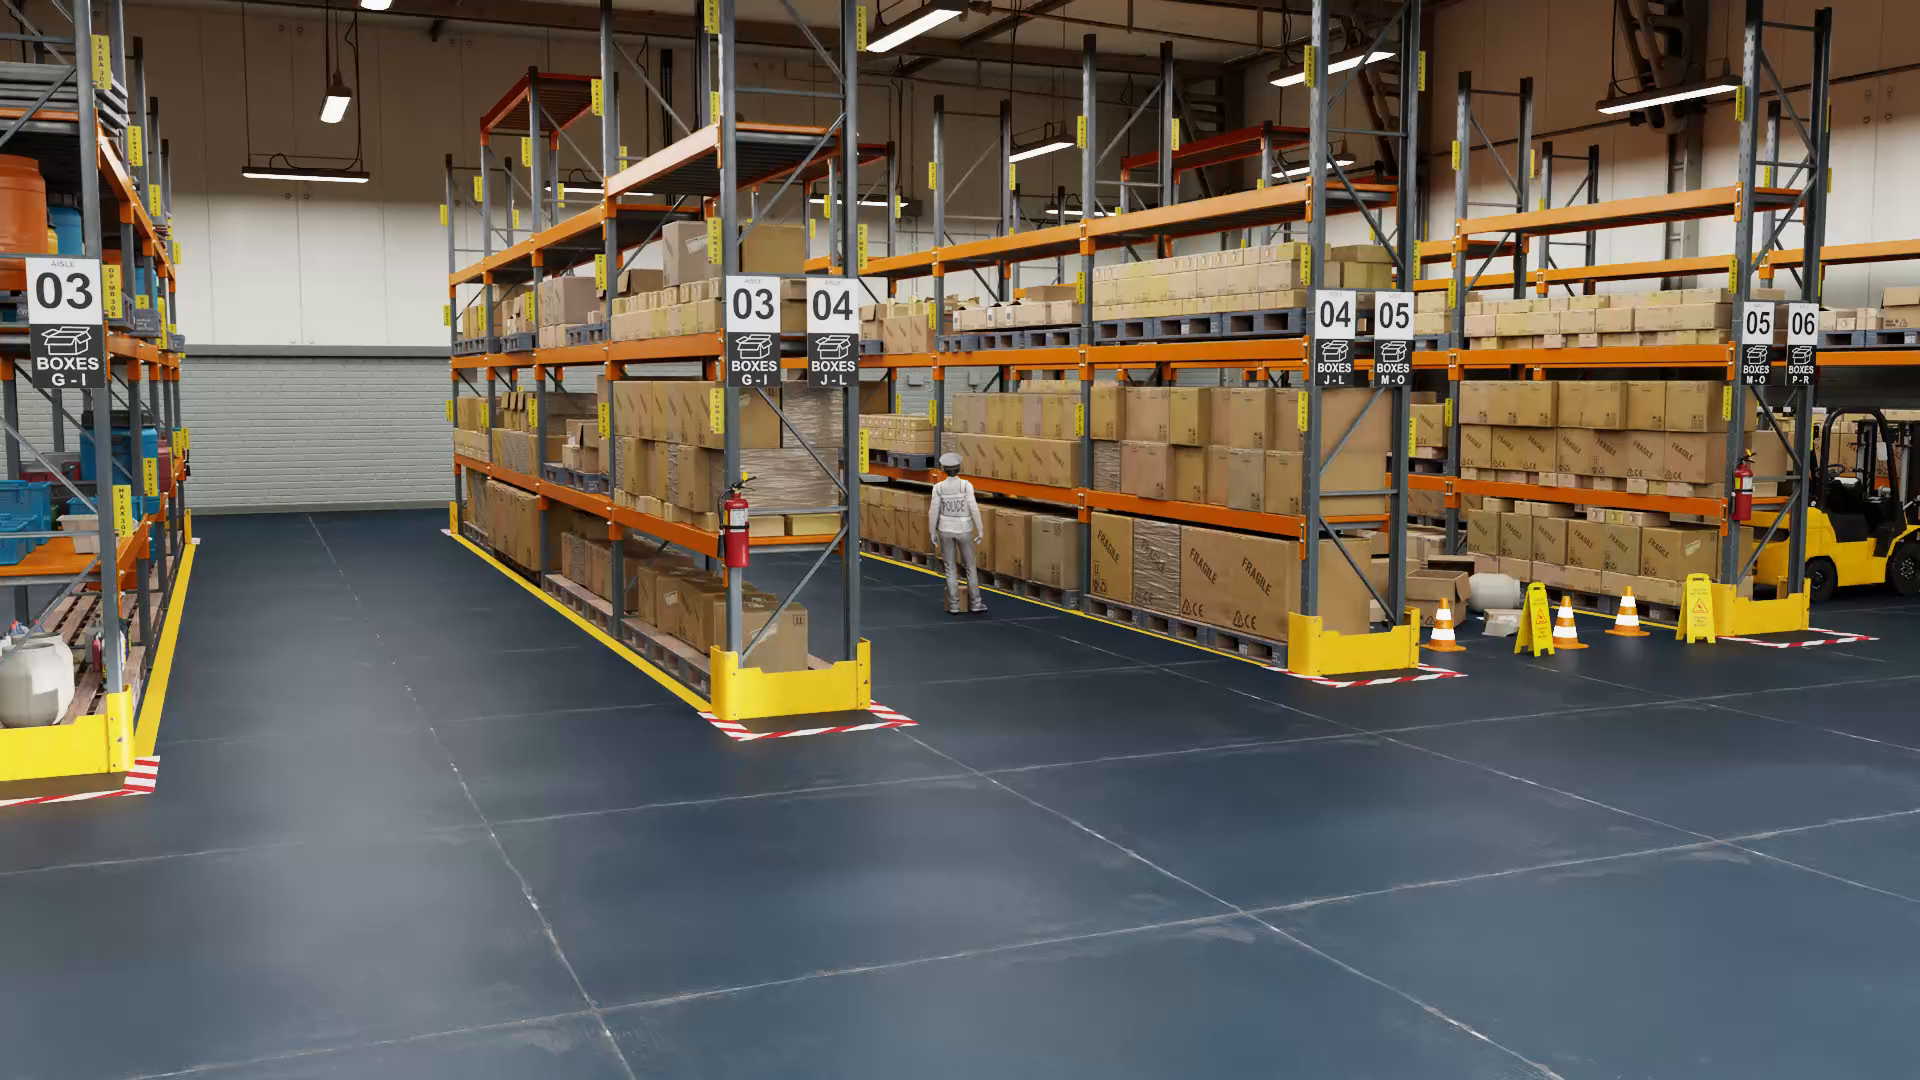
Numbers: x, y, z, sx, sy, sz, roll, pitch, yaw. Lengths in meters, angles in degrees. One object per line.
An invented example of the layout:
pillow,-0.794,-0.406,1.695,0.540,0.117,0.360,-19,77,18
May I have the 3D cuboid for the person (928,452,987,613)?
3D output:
person,-0.033,-0.078,17.544,0.588,1.696,0.532,1,6,9
